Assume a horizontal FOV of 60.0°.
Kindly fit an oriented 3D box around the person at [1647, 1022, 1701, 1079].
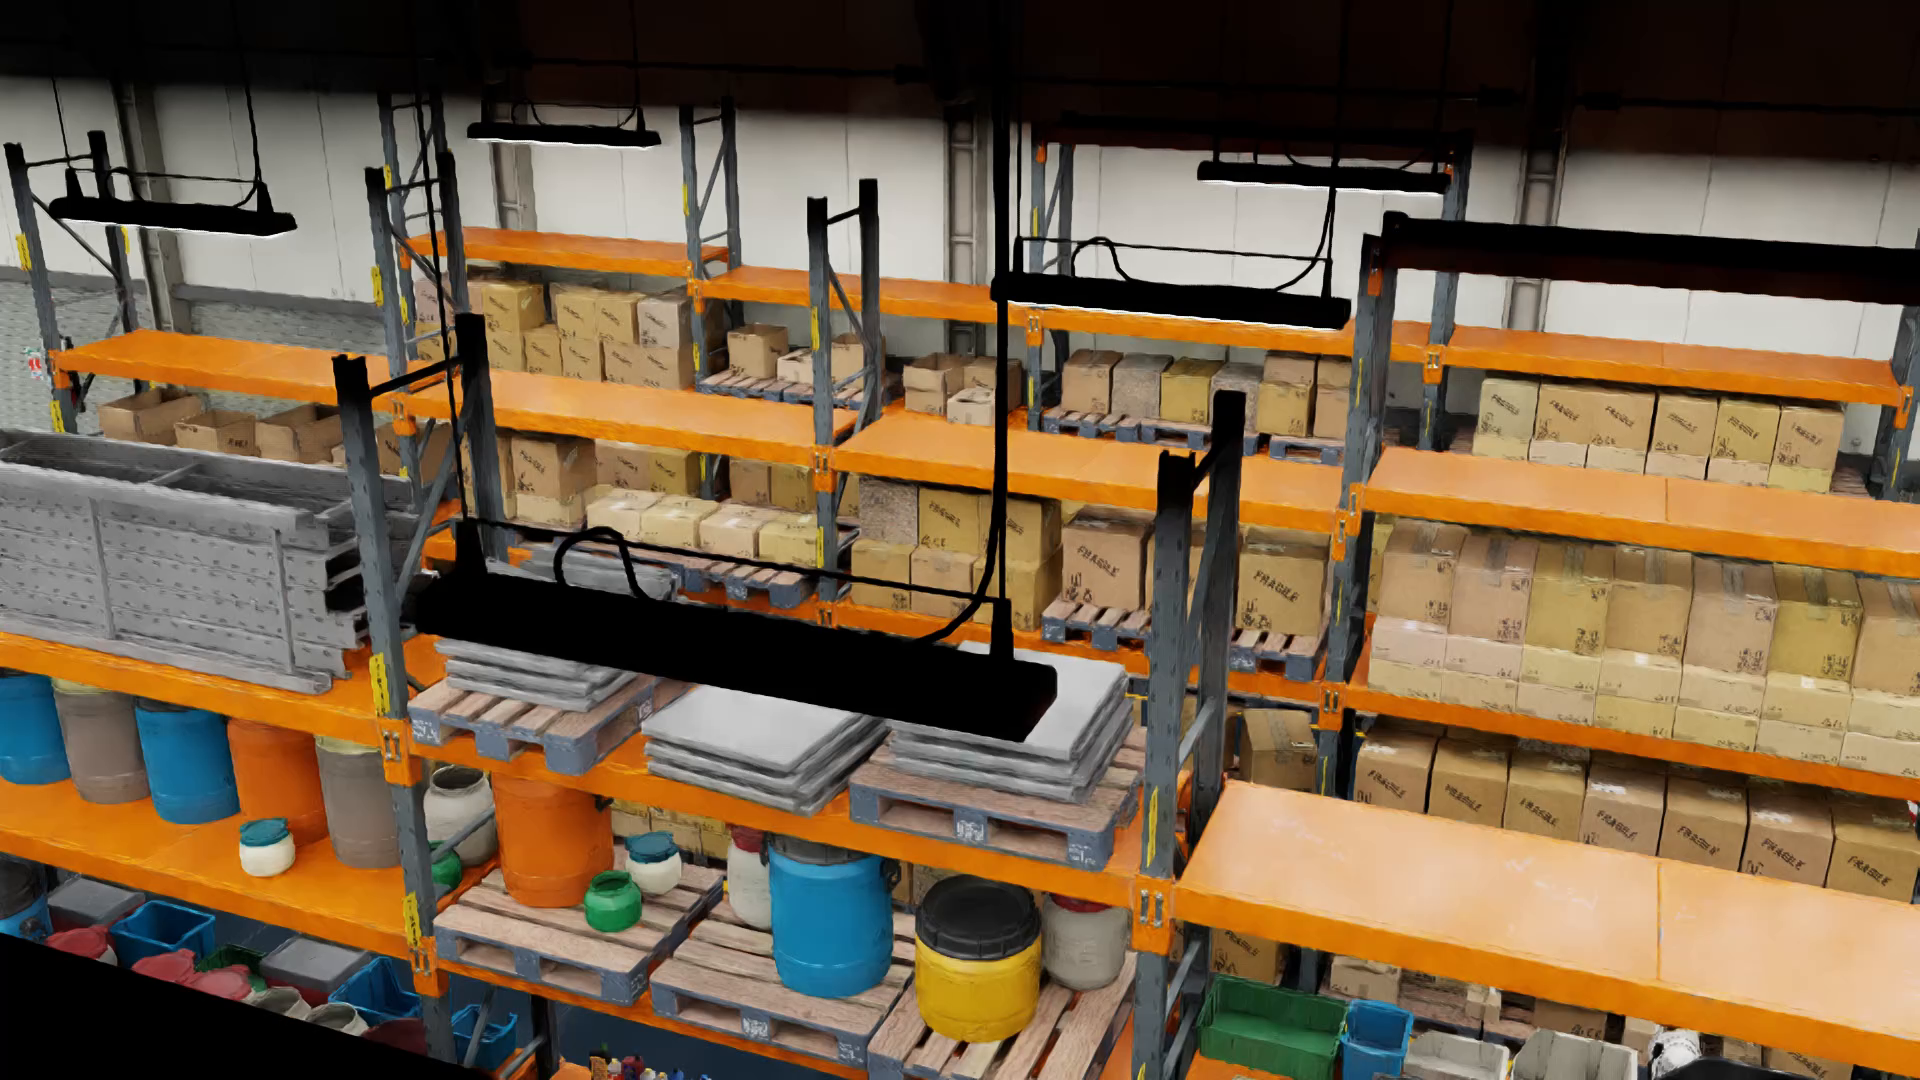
[{"bbox_3d":[4.556,3.591,10.681,1.088,1.589,0.456,9,23,22],"label":"person"}]
